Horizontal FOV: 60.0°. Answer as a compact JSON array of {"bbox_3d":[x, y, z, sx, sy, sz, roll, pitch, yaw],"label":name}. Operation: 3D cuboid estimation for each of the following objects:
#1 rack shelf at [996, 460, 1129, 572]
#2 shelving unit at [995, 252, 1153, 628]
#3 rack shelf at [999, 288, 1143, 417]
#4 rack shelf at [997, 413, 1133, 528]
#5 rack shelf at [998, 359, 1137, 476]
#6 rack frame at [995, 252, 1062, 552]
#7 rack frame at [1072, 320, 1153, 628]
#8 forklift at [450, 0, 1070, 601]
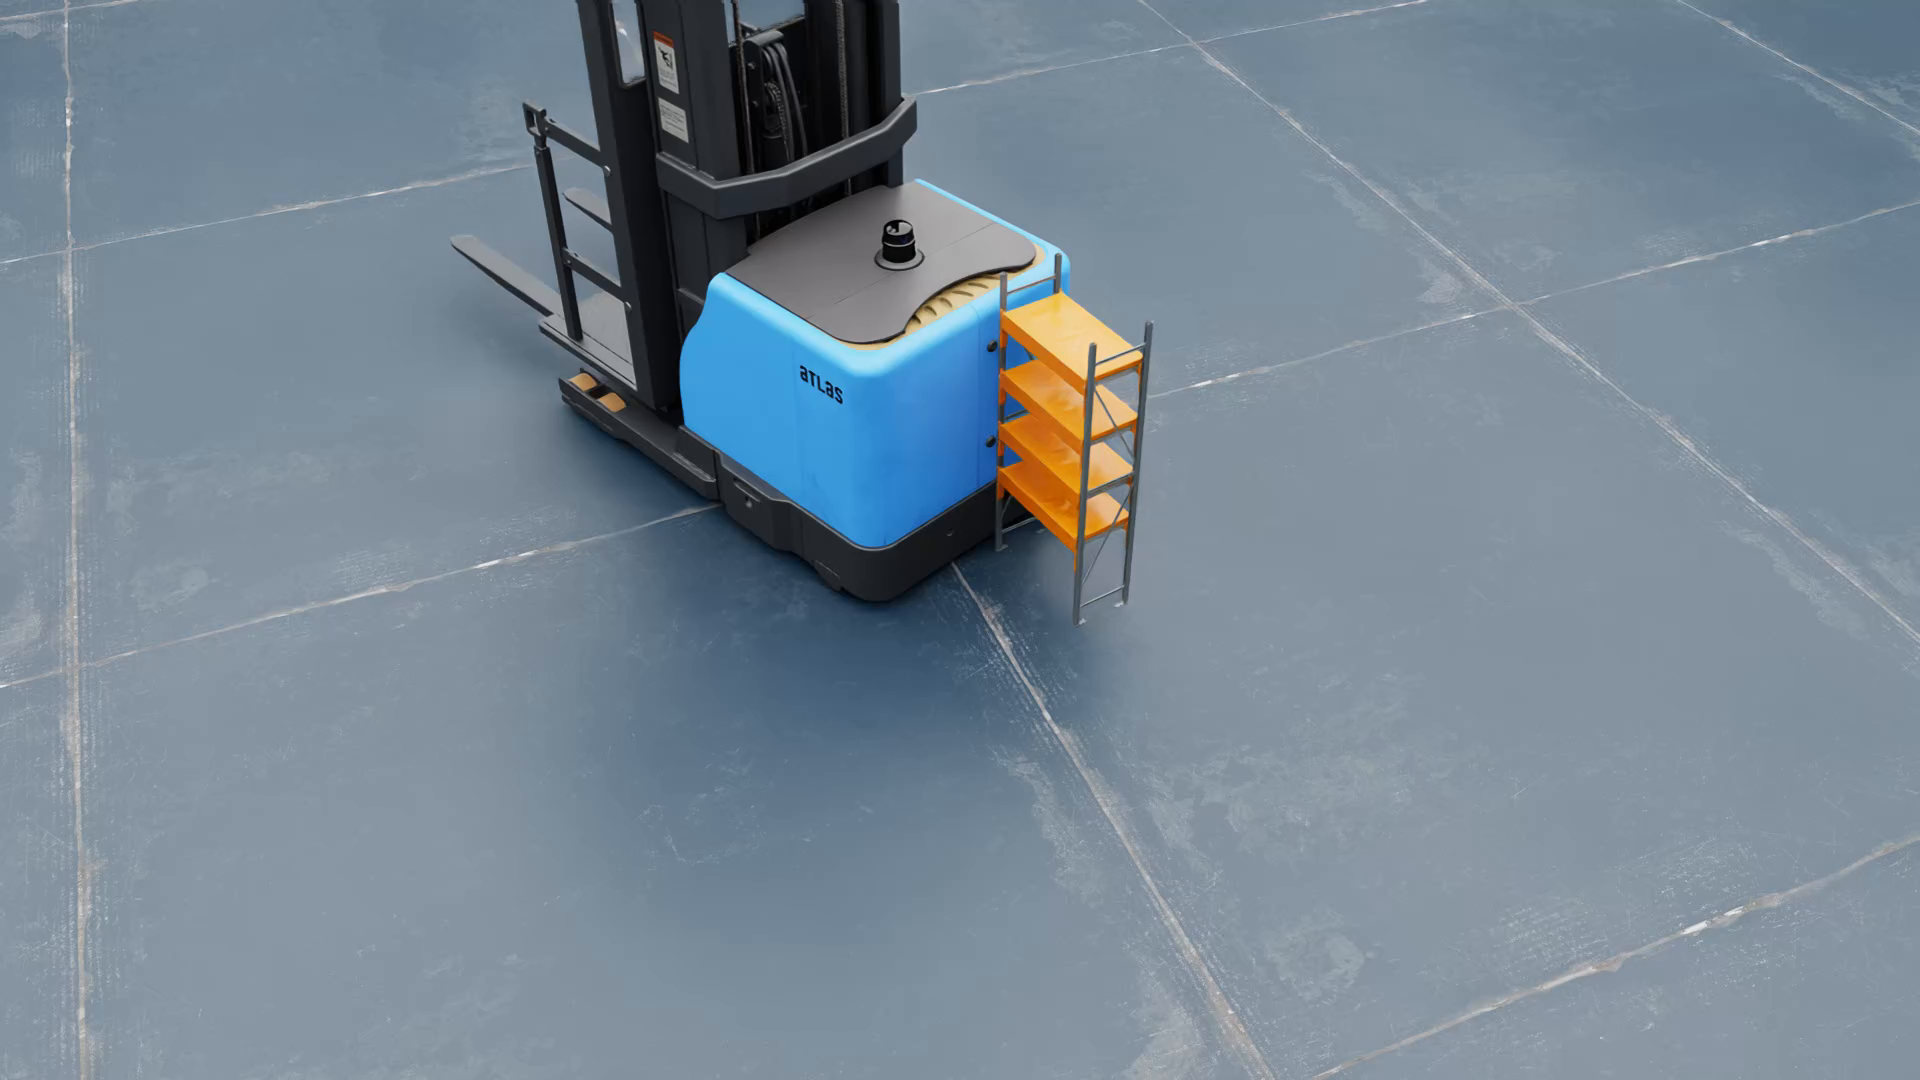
[{"bbox_3d":[0.368,-0.120,5.877,0.258,0.148,0.480,-23,46,-24],"label":"rack shelf"},{"bbox_3d":[0.368,-0.322,5.704,0.258,1.200,0.503,-23,46,-24],"label":"shelving unit"},{"bbox_3d":[0.368,-0.620,5.448,0.258,0.148,0.480,-23,46,-24],"label":"rack shelf"},{"bbox_3d":[0.368,-0.271,5.748,0.258,0.148,0.480,-23,46,-24],"label":"rack shelf"},{"bbox_3d":[0.368,-0.440,5.602,0.258,0.148,0.480,-23,46,-24],"label":"rack shelf"},{"bbox_3d":[0.234,-0.455,5.859,0.240,1.200,0.015,-23,46,-24],"label":"rack frame"},{"bbox_3d":[0.501,-0.188,5.549,0.240,1.200,0.015,-23,46,-24],"label":"rack frame"},{"bbox_3d":[-0.995,-1.751,6.038,1.130,2.935,3.031,-33,50,-32],"label":"forklift"}]
